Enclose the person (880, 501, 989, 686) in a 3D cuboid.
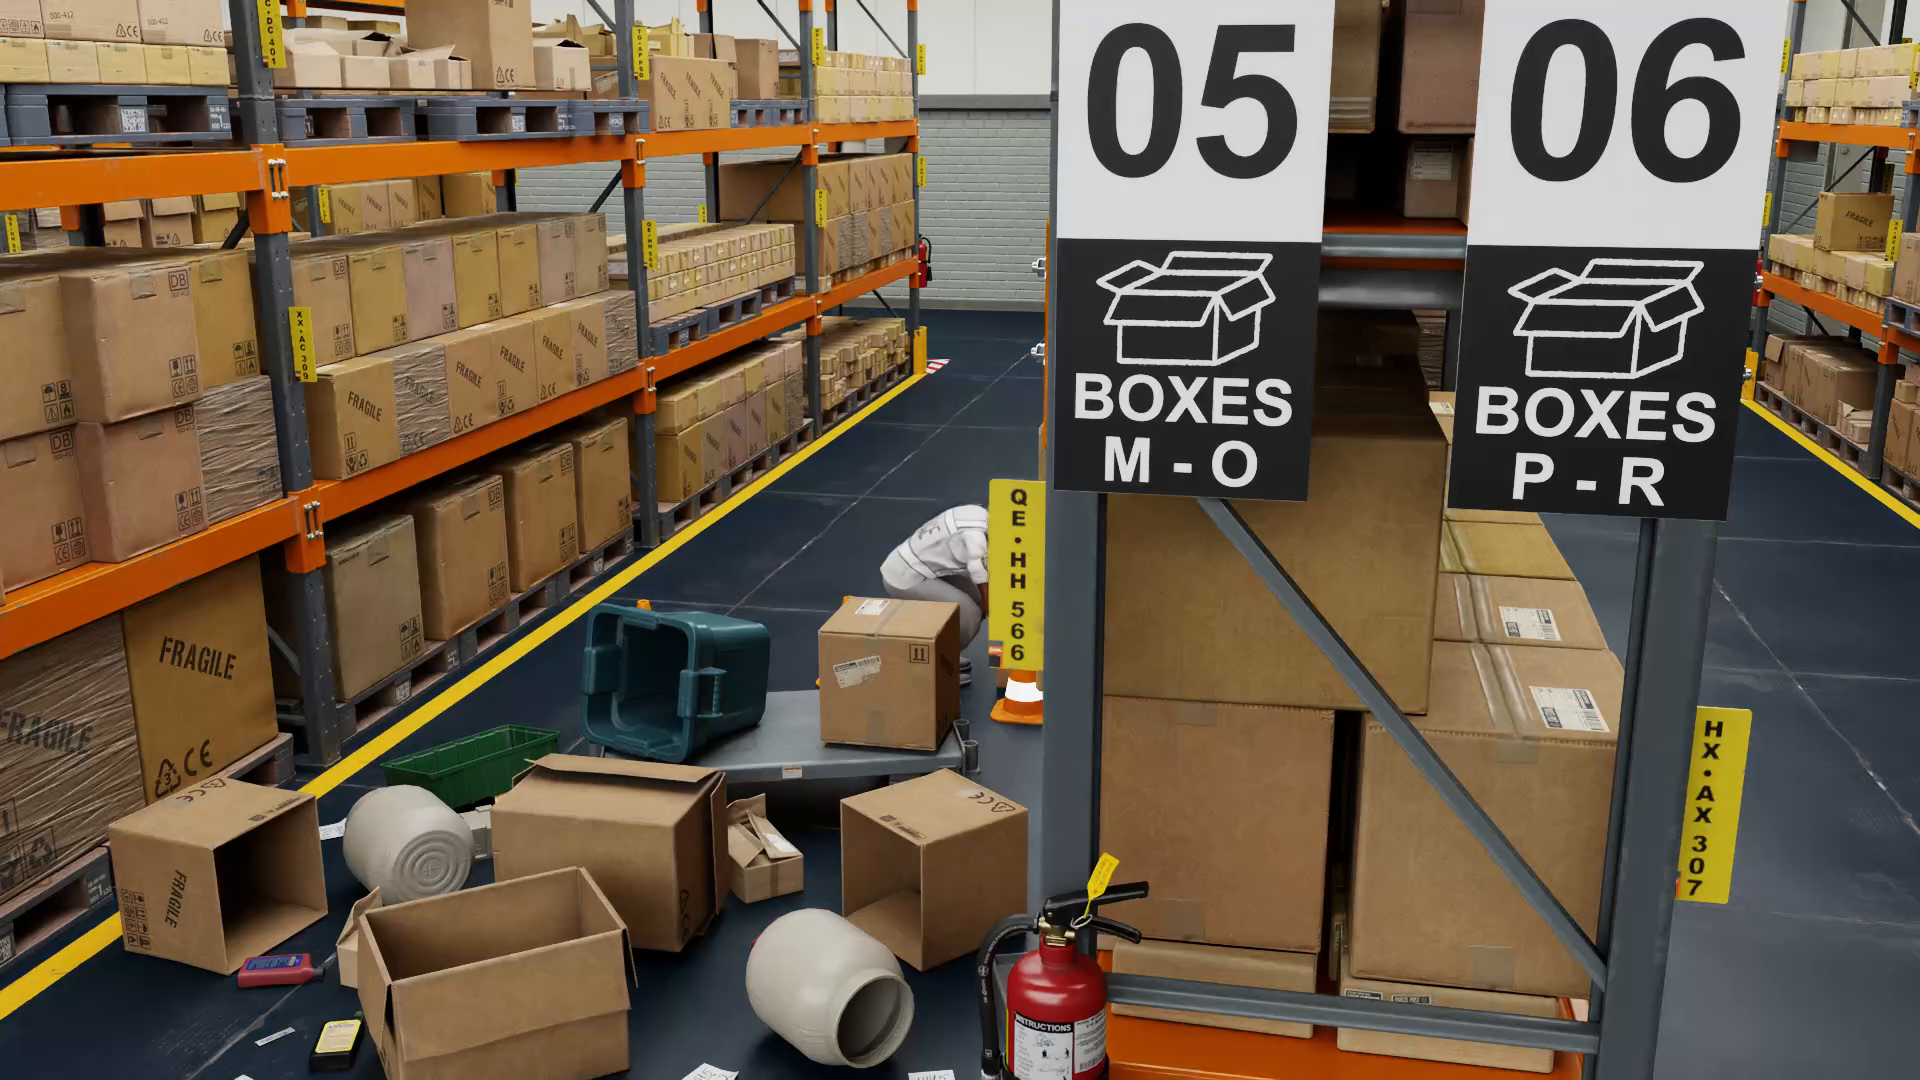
[{"bbox_3d":[0.009,0.235,8.869,0.846,1.034,0.482,3,15,11],"label":"person"}]
